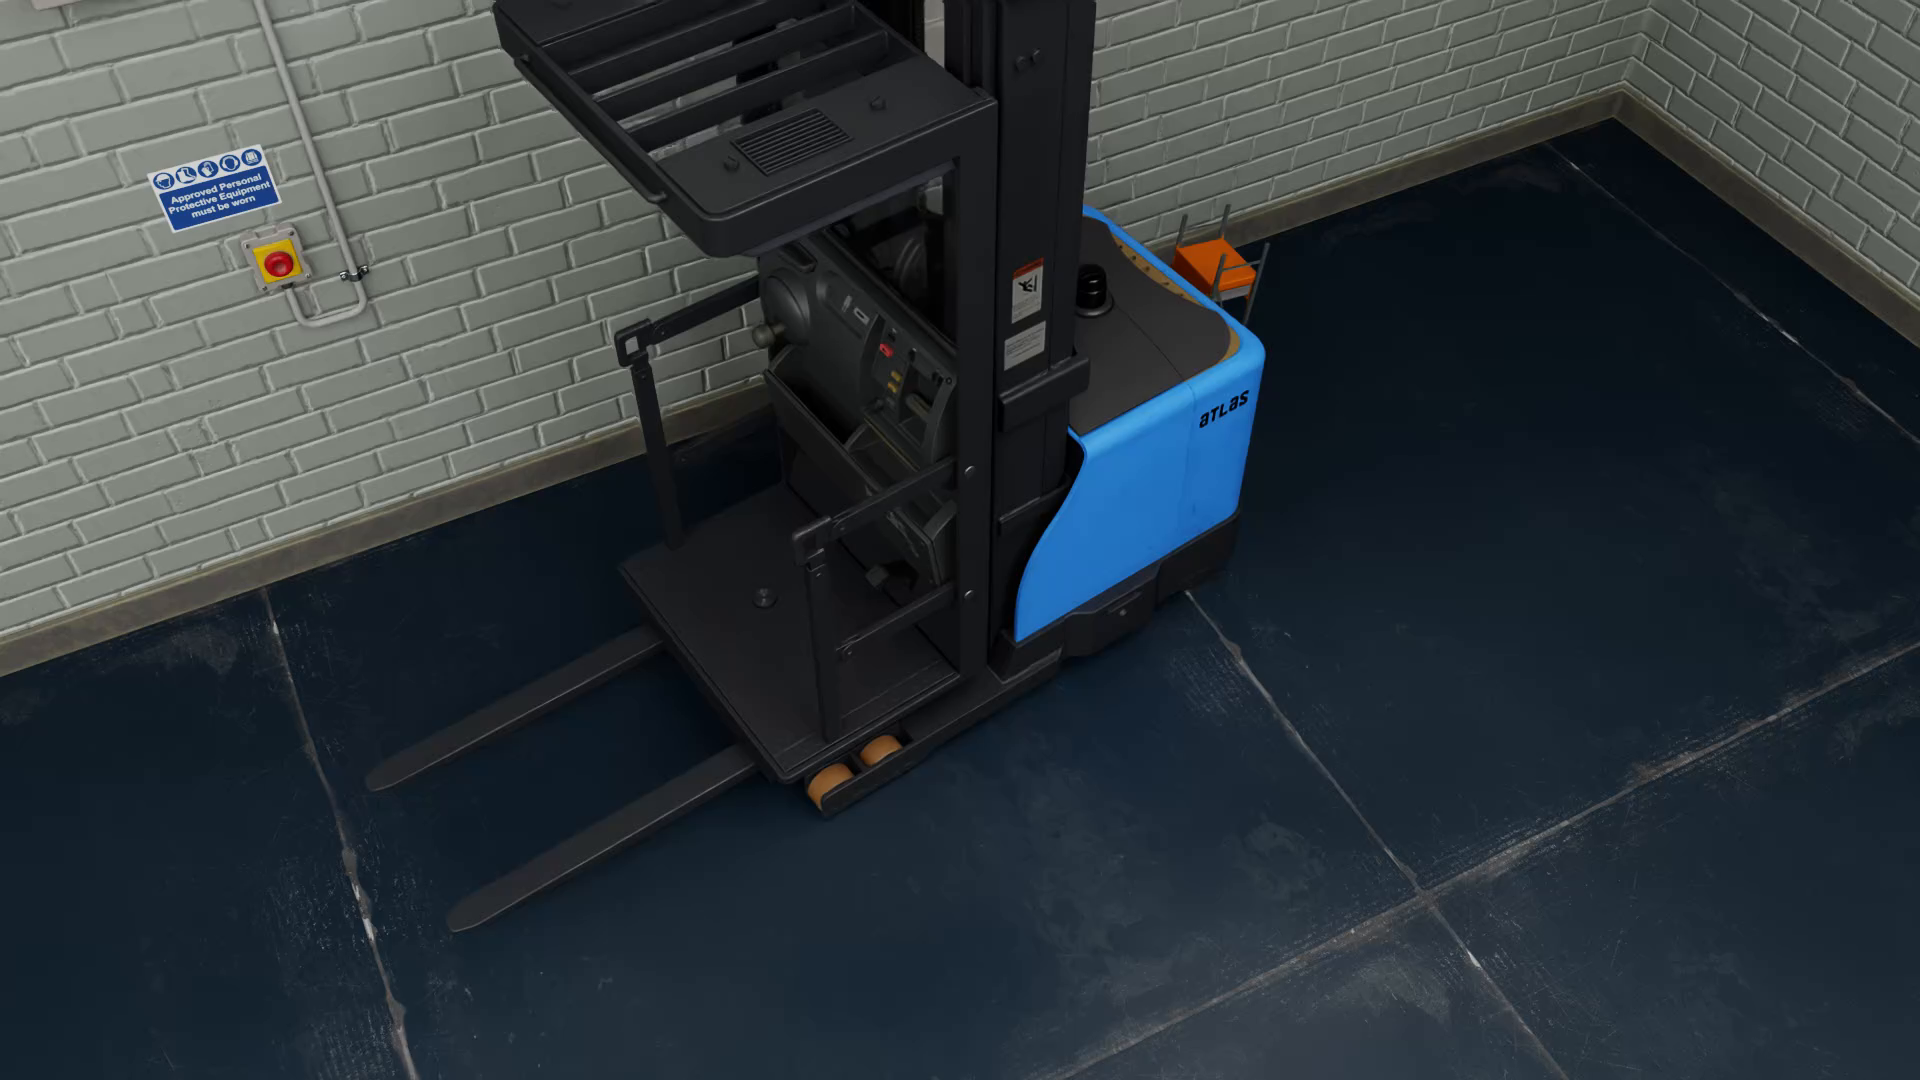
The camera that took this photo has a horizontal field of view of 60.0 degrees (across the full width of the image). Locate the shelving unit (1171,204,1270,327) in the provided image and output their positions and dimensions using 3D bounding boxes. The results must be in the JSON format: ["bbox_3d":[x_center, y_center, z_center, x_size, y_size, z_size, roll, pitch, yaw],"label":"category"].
[{"bbox_3d":[0.874,-0.720,6.169,0.215,1.050,0.252,-17,51,-23],"label":"shelving unit"}]

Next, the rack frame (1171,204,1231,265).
[{"bbox_3d":[0.818,-0.802,6.240,0.200,1.050,0.008,-17,51,-23],"label":"rack frame"}]

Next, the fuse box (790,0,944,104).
[{"bbox_3d":[-0.232,-1.145,6.114,0.539,1.711,0.414,-21,52,-18],"label":"fuse box"}]

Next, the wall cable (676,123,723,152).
[{"bbox_3d":[-0.911,-1.774,5.134,0.588,1.984,0.122,-21,52,-18],"label":"wall cable"}]

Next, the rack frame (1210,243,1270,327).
[{"bbox_3d":[0.930,-0.639,6.098,0.200,1.050,0.008,-17,51,-23],"label":"rack frame"}]

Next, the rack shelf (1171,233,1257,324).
[{"bbox_3d":[0.902,-0.910,5.974,0.215,0.259,0.240,-17,51,-23],"label":"rack shelf"}]

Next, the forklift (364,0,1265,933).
[{"bbox_3d":[-0.480,-0.527,4.764,3.031,2.935,1.130,-29,55,-23],"label":"forklift"}]

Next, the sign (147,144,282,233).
[{"bbox_3d":[-2.237,-1.056,5.002,0.327,0.218,0.001,-21,52,-18],"label":"sign"}]

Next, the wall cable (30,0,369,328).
[{"bbox_3d":[-2.166,-1.288,4.688,0.585,1.953,0.123,-21,52,-18],"label":"wall cable"}]
